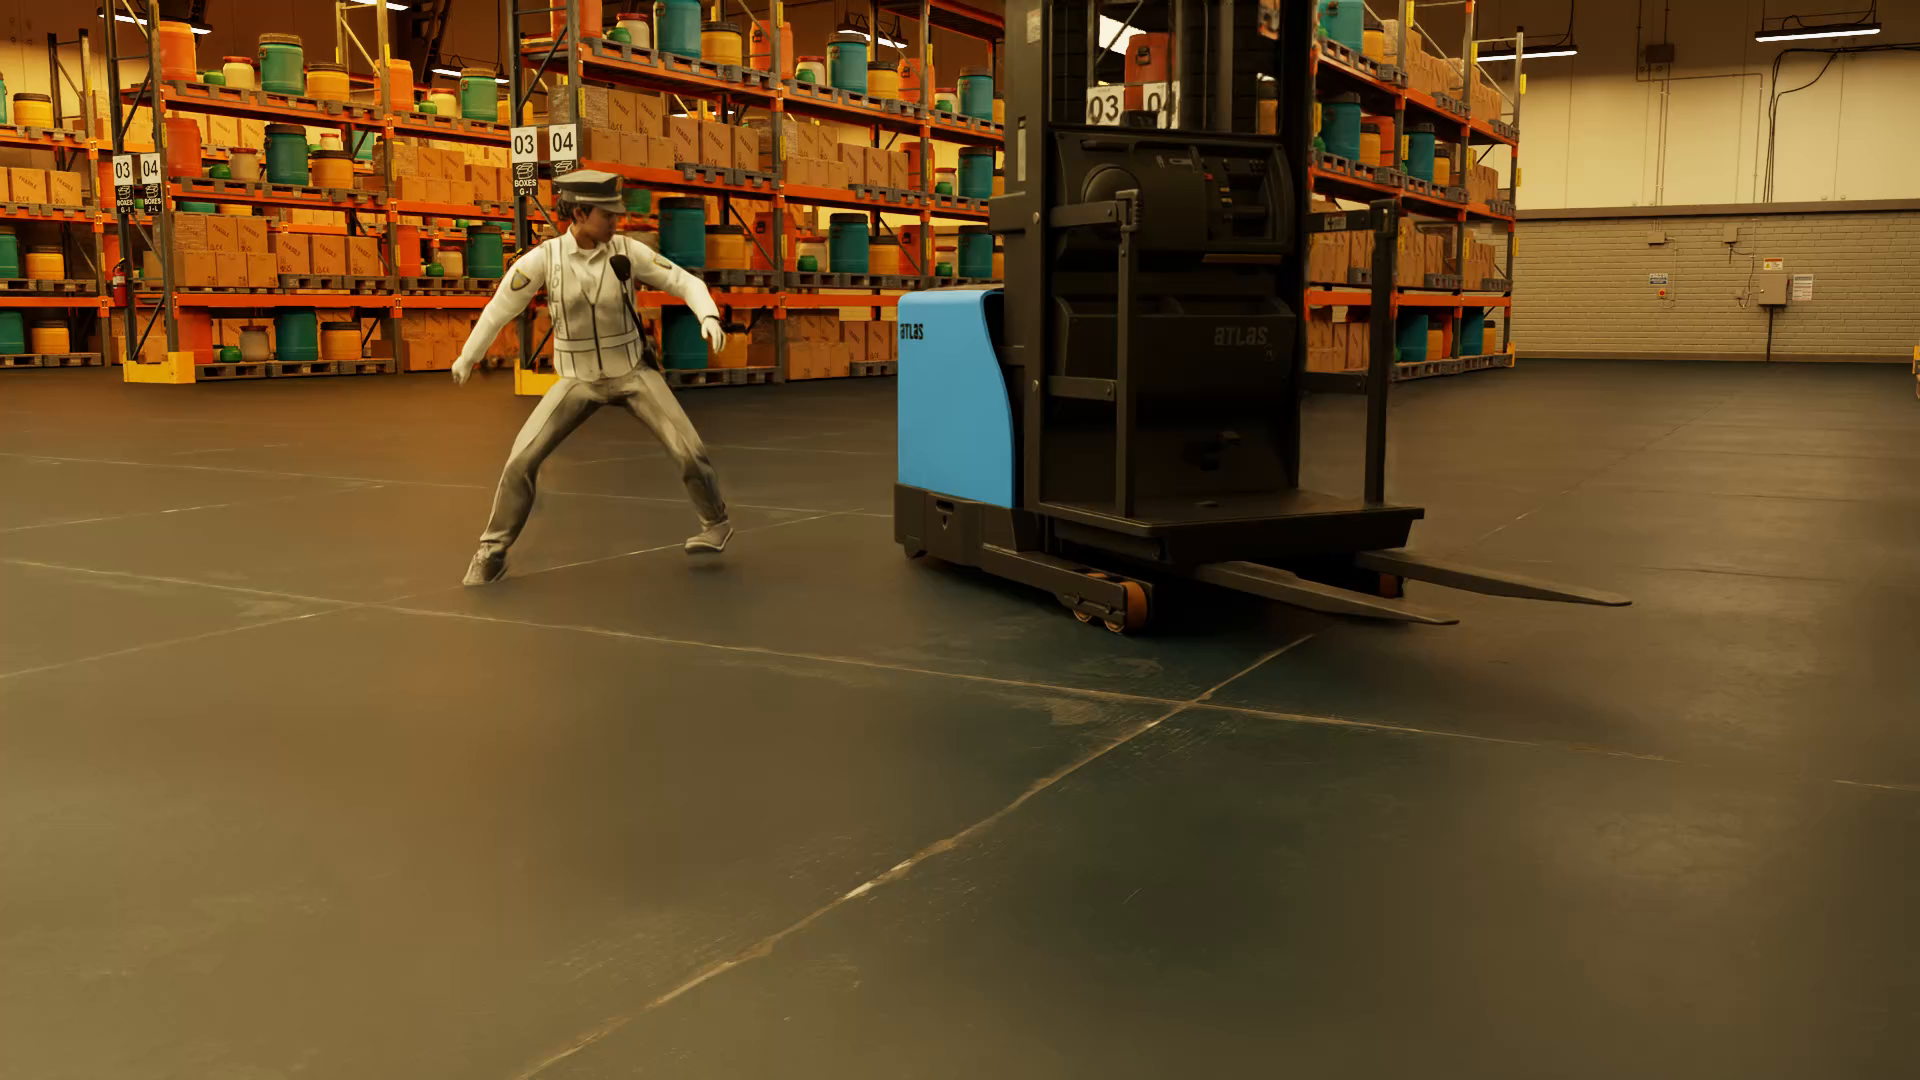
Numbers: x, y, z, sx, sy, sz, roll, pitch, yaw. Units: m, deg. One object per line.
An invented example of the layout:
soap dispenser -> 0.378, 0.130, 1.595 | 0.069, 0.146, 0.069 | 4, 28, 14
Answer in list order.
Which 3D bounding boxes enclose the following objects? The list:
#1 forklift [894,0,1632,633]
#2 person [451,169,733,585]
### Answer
forklift -> 0.839, -1.229, 5.496 | 1.130, 2.935, 3.031 | -4, 9, -26
person -> -1.405, -0.571, 6.278 | 1.060, 1.606, 0.521 | -1, 8, -7
